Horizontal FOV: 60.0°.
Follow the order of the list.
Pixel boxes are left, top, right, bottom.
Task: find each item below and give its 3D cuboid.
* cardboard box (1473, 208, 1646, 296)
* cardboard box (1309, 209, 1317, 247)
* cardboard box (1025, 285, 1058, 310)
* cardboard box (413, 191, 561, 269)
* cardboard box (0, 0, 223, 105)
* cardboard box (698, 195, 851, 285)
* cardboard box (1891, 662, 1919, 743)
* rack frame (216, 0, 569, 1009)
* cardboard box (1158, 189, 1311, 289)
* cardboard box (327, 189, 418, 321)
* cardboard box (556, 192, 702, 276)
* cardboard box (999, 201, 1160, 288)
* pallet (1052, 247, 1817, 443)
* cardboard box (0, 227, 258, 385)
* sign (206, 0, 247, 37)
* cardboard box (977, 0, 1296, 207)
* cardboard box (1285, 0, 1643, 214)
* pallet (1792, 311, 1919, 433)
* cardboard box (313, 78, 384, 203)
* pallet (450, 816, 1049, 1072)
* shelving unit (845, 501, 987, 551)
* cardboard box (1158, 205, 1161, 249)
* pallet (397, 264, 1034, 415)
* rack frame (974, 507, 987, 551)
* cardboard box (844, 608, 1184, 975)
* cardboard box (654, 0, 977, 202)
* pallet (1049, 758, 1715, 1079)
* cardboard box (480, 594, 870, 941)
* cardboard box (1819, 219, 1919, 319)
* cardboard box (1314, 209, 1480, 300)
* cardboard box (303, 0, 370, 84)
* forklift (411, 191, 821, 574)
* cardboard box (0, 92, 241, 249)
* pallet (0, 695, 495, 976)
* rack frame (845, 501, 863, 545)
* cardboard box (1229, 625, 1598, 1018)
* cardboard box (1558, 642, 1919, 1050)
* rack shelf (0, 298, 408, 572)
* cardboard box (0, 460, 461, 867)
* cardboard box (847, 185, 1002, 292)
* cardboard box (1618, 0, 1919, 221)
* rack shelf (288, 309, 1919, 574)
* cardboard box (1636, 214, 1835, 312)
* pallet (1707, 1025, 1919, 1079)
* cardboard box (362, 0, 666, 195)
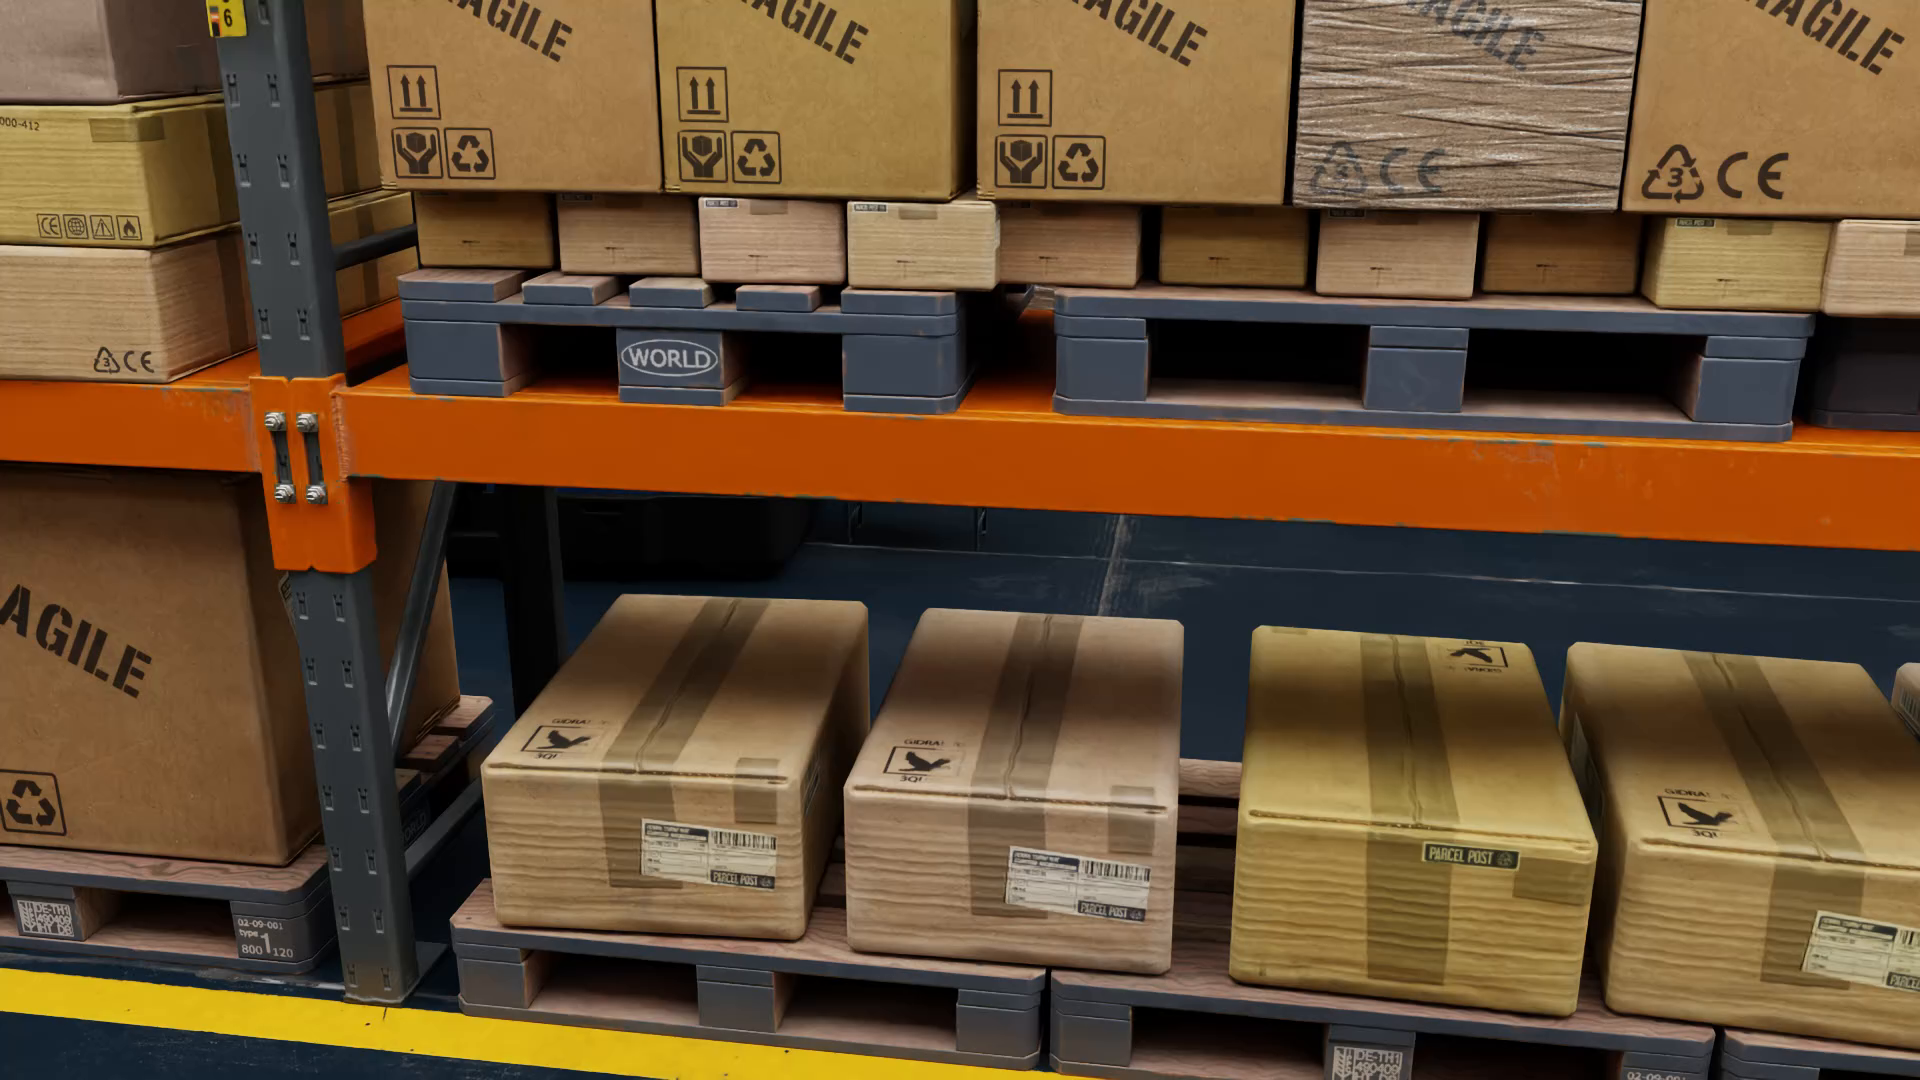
[{"bbox_3d":[1.017,-0.537,2.915,0.250,0.149,0.380,2,19,7],"label":"cardboard box"},{"bbox_3d":[0.771,-0.702,3.407,0.250,0.149,0.380,2,19,7],"label":"cardboard box"},{"bbox_3d":[0.265,-1.210,8.274,0.625,0.625,0.875,4,19,10],"label":"cardboard box"},{"bbox_3d":[-0.841,-0.623,3.172,0.250,0.149,0.380,2,19,5],"label":"cardboard box"},{"bbox_3d":[-1.684,-1.083,3.080,0.500,0.500,0.500,2,19,7],"label":"cardboard box"},{"bbox_3d":[-0.304,-0.570,3.014,0.250,0.149,0.380,2,19,5],"label":"cardboard box"},{"bbox_3d":[2.299,0.605,3.247,0.625,0.372,0.950,3,19,9],"label":"cardboard box"},{"bbox_3d":[-1.132,-0.618,3.422,0.127,3.000,1.000,3,19,9],"label":"rack frame"},{"bbox_3d":[0.500,-0.560,2.984,0.250,0.149,0.380,4,19,11],"label":"cardboard box"},{"bbox_3d":[-1.575,-0.650,3.755,0.500,0.250,0.500,3,19,8],"label":"cardboard box"},{"bbox_3d":[-0.567,-0.598,3.098,0.250,0.149,0.380,2,19,5],"label":"cardboard box"},{"bbox_3d":[0.215,-0.562,2.990,0.250,0.149,0.380,4,19,12],"label":"cardboard box"},{"bbox_3d":[0.829,-0.440,3.193,1.213,0.211,1.003,3,19,9],"label":"pallet"},{"bbox_3d":[-1.673,-0.491,3.279,0.500,0.250,0.500,2,19,7],"label":"cardboard box"},{"bbox_3d":[-1.217,-0.993,2.718,0.005,0.325,0.100,3,19,9],"label":"sign"},{"bbox_3d":[0.316,-0.862,2.863,0.500,0.500,0.500,3,19,10],"label":"cardboard box"},{"bbox_3d":[0.809,-0.834,2.780,0.500,0.500,0.500,2,19,7],"label":"cardboard box"},{"bbox_3d":[2.086,-0.409,3.102,1.213,0.211,1.003,3,19,9],"label":"pallet"},{"bbox_3d":[-1.593,-0.887,3.674,0.500,0.250,0.500,3,19,8],"label":"cardboard box"},{"bbox_3d":[-0.361,0.744,3.746,1.213,0.211,1.003,3,19,9],"label":"pallet"},{"bbox_3d":[-0.163,-0.577,6.138,0.503,1.200,0.258,3,19,9],"label":"shelving unit"},{"bbox_3d":[0.510,-0.689,3.368,0.250,0.149,0.380,3,19,9],"label":"cardboard box"},{"bbox_3d":[-0.412,-0.524,3.445,1.003,0.211,1.213,3,19,9],"label":"pallet"},{"bbox_3d":[0.077,-0.565,6.101,0.015,1.200,0.240,3,19,9],"label":"rack frame"},{"bbox_3d":[0.154,0.495,3.575,0.625,0.372,0.950,3,19,8],"label":"cardboard box"},{"bbox_3d":[-0.209,-0.886,2.936,0.500,0.500,0.500,4,19,11],"label":"cardboard box"},{"bbox_3d":[0.840,0.807,3.560,1.213,0.211,1.003,3,19,9],"label":"pallet"},{"bbox_3d":[-0.576,0.461,3.678,0.625,0.372,0.950,2,19,5],"label":"cardboard box"},{"bbox_3d":[1.496,-0.468,2.709,0.250,0.149,0.380,3,19,9],"label":"cardboard box"},{"bbox_3d":[0.747,-0.527,2.884,0.250,0.149,0.380,4,19,10],"label":"cardboard box"},{"bbox_3d":[-1.580,-1.241,3.551,0.500,0.500,0.500,2,19,7],"label":"cardboard box"},{"bbox_3d":[-2.075,-1.439,5.986,3.031,2.935,1.130,1,19,4],"label":"forklift"},{"bbox_3d":[-1.651,-0.728,3.201,0.500,0.250,0.500,3,19,8],"label":"cardboard box"},{"bbox_3d":[-1.899,0.641,4.054,1.213,0.211,1.003,3,19,9],"label":"pallet"},{"bbox_3d":[-0.404,-0.590,6.174,0.015,1.200,0.240,3,19,9],"label":"rack frame"},{"bbox_3d":[0.902,0.535,3.455,0.625,0.372,0.950,4,19,10],"label":"cardboard box"},{"bbox_3d":[1.589,0.570,3.352,0.625,0.372,0.950,4,19,12],"label":"cardboard box"},{"bbox_3d":[-3.107,-0.377,3.837,4.000,0.370,1.077,3,19,9],"label":"rack shelf"},{"bbox_3d":[-1.801,0.130,3.874,0.875,0.875,0.875,3,19,8],"label":"cardboard box"},{"bbox_3d":[-0.036,-0.550,2.953,0.250,0.149,0.380,3,19,9],"label":"cardboard box"},{"bbox_3d":[1.326,-0.808,2.702,0.500,0.500,0.500,4,19,11],"label":"cardboard box"},{"bbox_3d":[0.843,-0.176,3.235,4.000,0.370,1.077,3,19,9],"label":"rack shelf"},{"bbox_3d":[1.260,-0.492,2.779,0.250,0.149,0.380,3,19,9],"label":"cardboard box"},{"bbox_3d":[2.048,0.867,3.379,1.213,0.211,1.003,3,19,9],"label":"pallet"},{"bbox_3d":[-0.725,-0.910,3.008,0.500,0.500,0.500,2,19,7],"label":"cardboard box"}]
